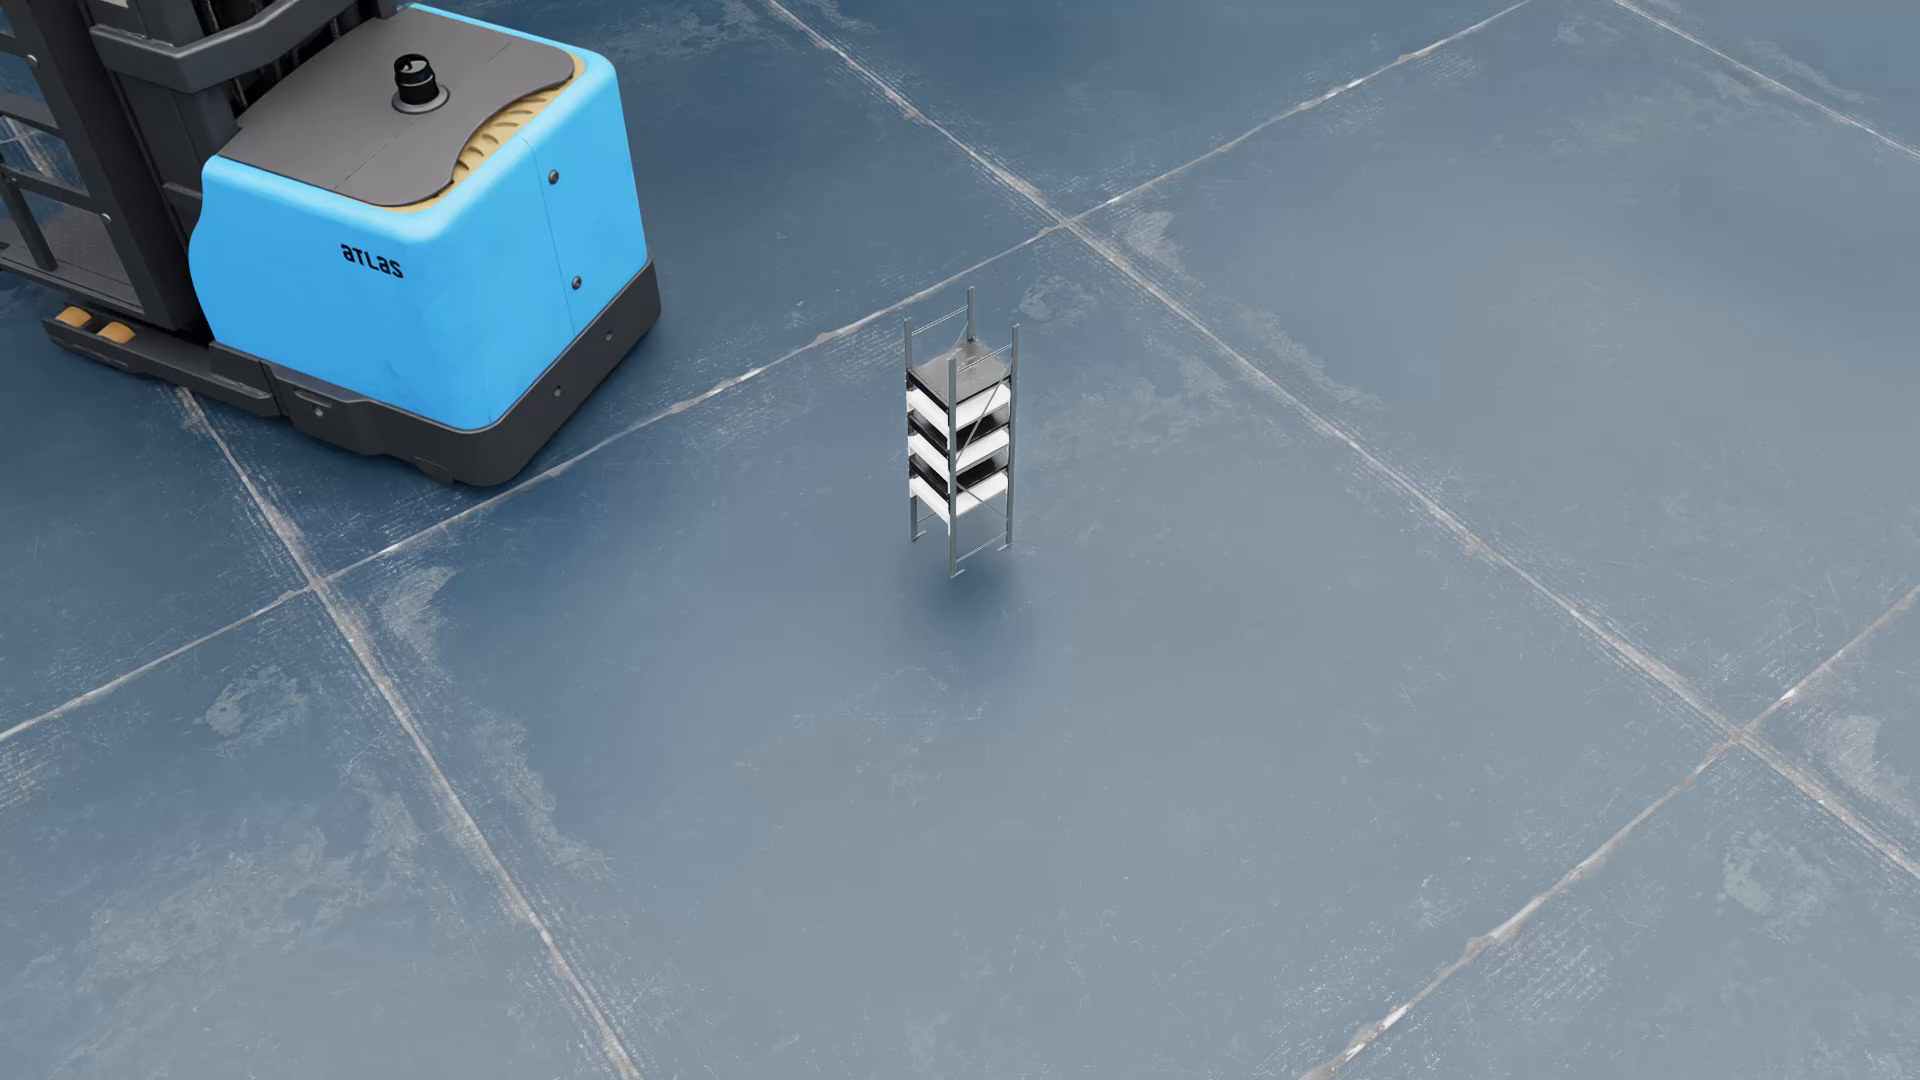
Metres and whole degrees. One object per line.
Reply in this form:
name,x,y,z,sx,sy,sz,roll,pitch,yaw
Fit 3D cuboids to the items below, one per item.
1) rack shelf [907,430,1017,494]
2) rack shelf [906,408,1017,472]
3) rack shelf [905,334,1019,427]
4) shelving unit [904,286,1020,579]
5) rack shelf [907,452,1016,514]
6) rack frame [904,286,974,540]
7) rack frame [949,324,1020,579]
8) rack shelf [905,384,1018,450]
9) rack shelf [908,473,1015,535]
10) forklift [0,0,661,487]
rack shelf,0.005,-0.275,4.937,0.258,0.077,0.200,-29,54,-24
rack shelf,0.005,-0.336,4.870,0.258,0.077,0.200,-29,54,-24
rack shelf,0.005,-0.456,4.737,0.258,0.077,0.200,-29,54,-24
shelving unit,0.005,-0.297,4.912,0.258,0.900,0.210,-29,54,-24
rack shelf,0.005,-0.215,5.004,0.258,0.077,0.200,-29,54,-24
rack frame,-0.057,-0.357,4.967,0.240,0.900,0.006,-29,54,-24
rack frame,0.066,-0.237,4.858,0.240,0.900,0.006,-29,54,-24
rack shelf,0.005,-0.396,4.804,0.258,0.077,0.200,-29,54,-24
rack shelf,0.005,-0.154,5.070,0.258,0.077,0.200,-29,54,-24
forklift,-2.616,-1.908,5.001,3.031,2.935,1.130,19,51,17
